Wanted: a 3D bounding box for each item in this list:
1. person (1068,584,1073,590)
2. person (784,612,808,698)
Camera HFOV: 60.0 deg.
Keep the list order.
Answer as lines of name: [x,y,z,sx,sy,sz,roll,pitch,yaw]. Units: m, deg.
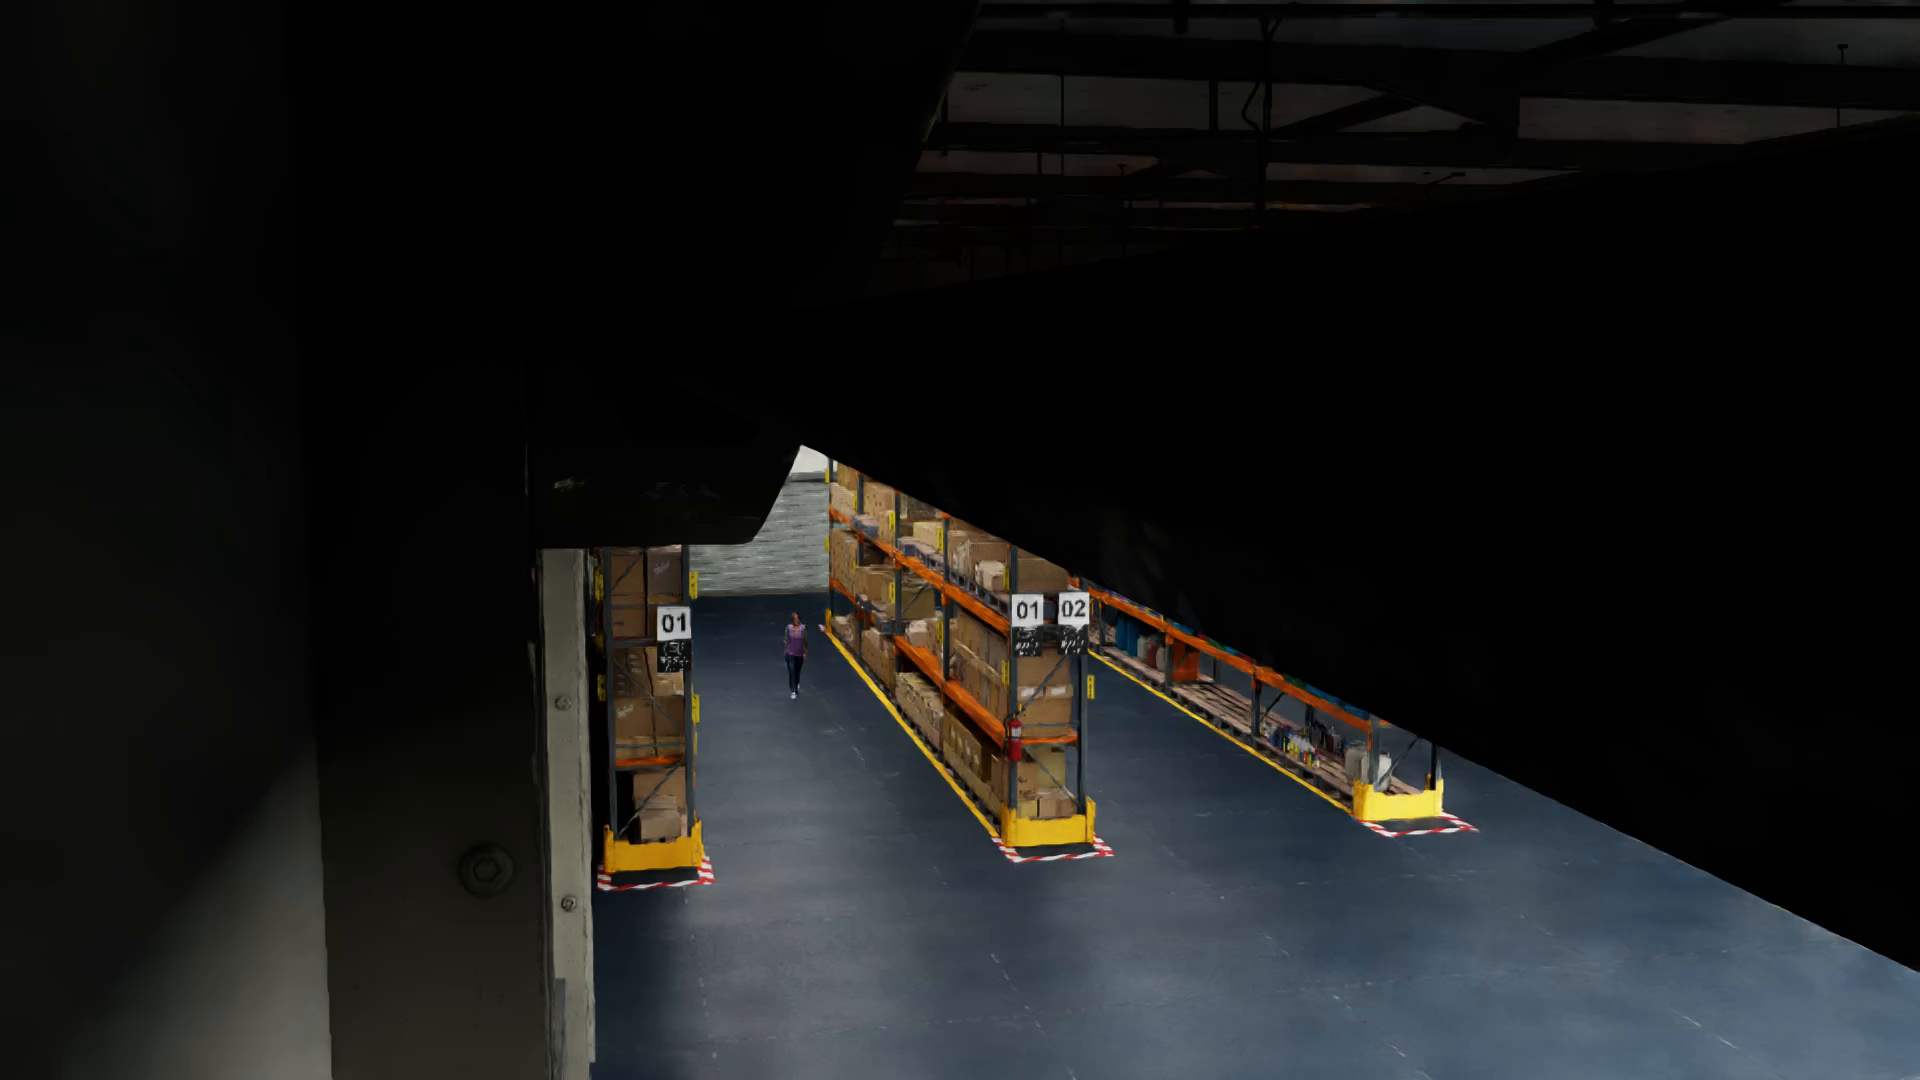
person: [2.527,0.704,39.997,0.488,1.787,0.705,4,8,31]
person: [-2.935,2.024,29.859,0.415,1.517,1.041,-2,7,-15]
